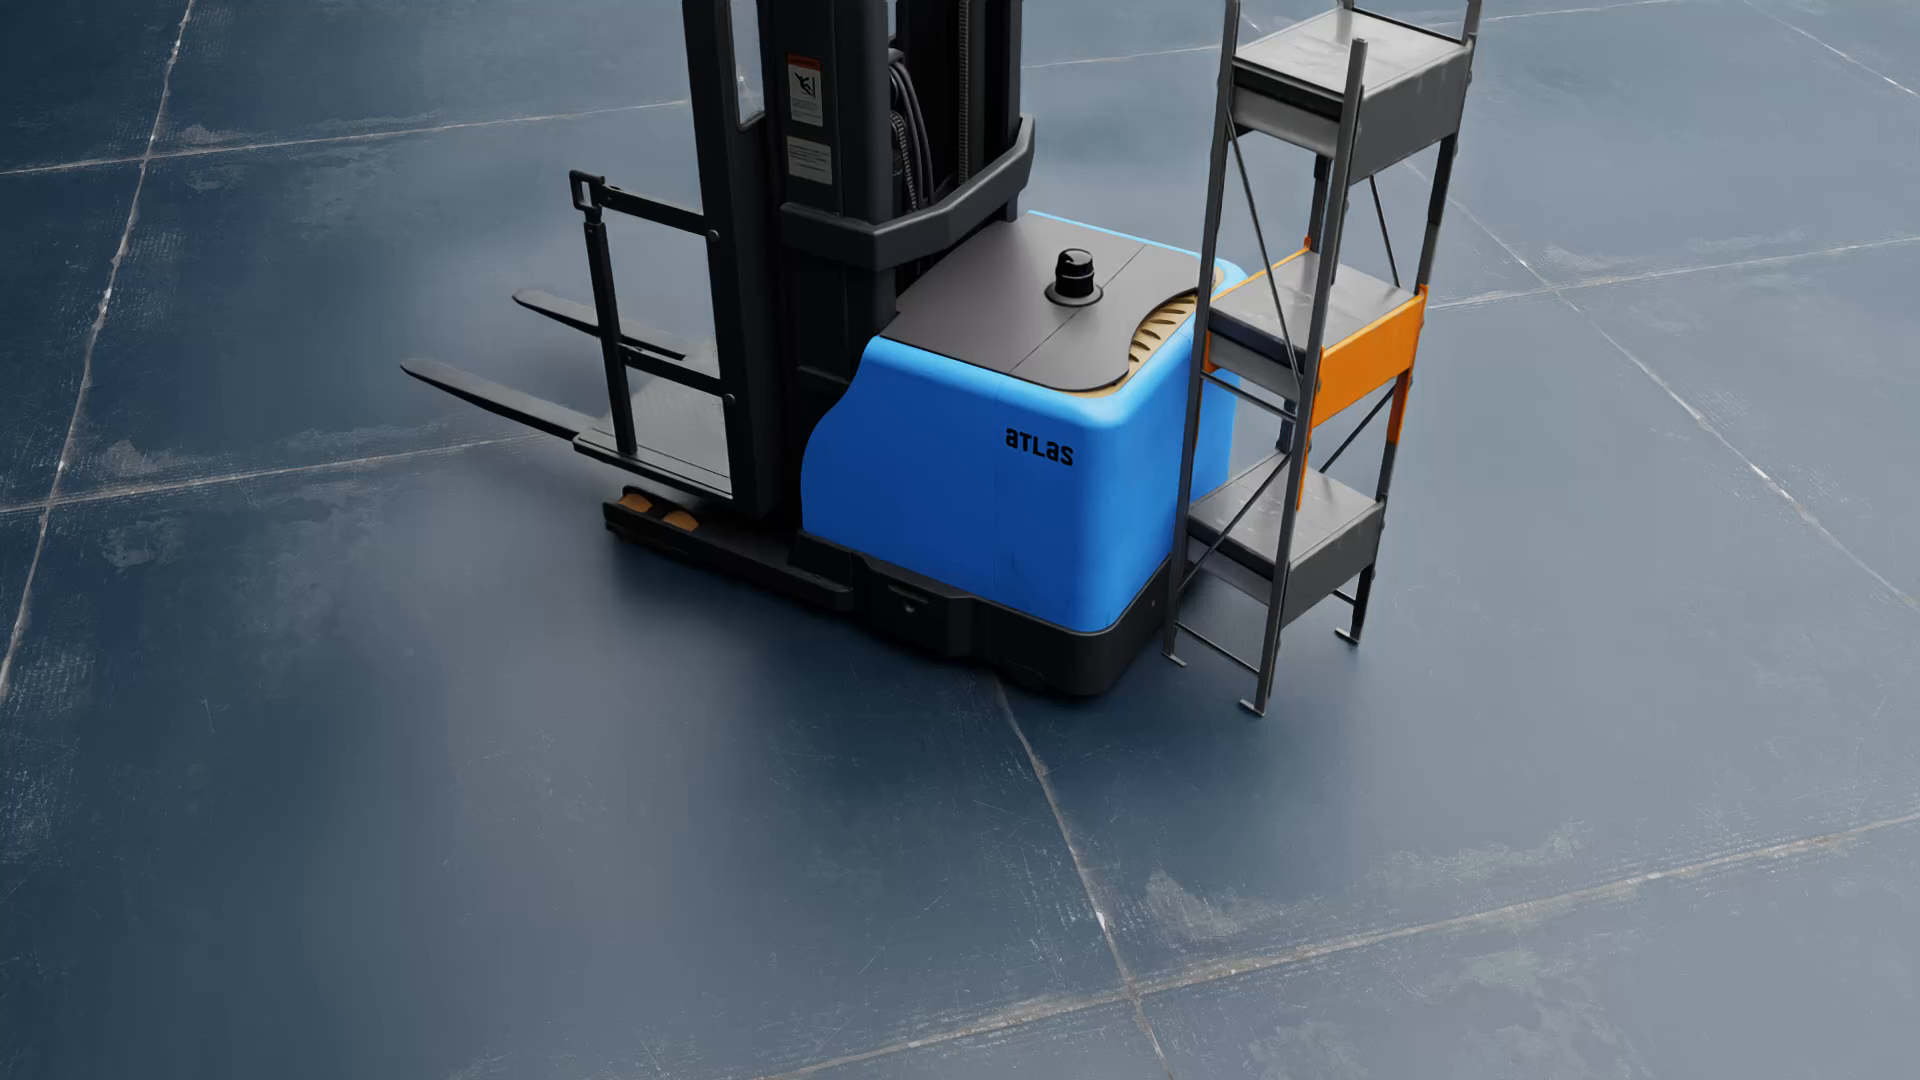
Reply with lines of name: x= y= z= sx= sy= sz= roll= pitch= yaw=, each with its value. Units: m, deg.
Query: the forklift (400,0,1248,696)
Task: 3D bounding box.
forklift: x=-0.630 y=-1.353 z=5.106 sx=3.031 sy=2.935 sz=1.130 roll=20 pitch=42 yaw=24

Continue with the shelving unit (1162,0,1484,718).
shelving unit: x=0.961 y=-0.487 z=4.658 sx=0.503 sy=2.100 sz=0.431 roll=-30 pitch=47 yaw=-33

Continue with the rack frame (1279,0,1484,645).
rack frame: x=1.137 y=-0.589 z=4.792 sx=0.015 sy=2.100 sz=0.400 roll=-30 pitch=47 yaw=-33

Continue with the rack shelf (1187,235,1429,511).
rack shelf: x=0.961 y=-0.476 z=4.667 sx=0.480 sy=0.518 sz=0.431 roll=-30 pitch=47 yaw=-33

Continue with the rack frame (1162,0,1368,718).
rack frame: x=0.784 y=-0.384 z=4.524 sx=0.015 sy=2.100 sz=0.400 roll=-30 pitch=47 yaw=-33

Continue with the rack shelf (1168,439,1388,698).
rack shelf: x=0.961 y=0.080 z=5.092 sx=0.480 sy=0.518 sz=0.431 roll=-30 pitch=47 yaw=-33

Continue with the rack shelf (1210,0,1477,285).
rack shelf: x=0.961 y=-1.032 z=4.241 sx=0.480 sy=0.518 sz=0.431 roll=-30 pitch=47 yaw=-33
